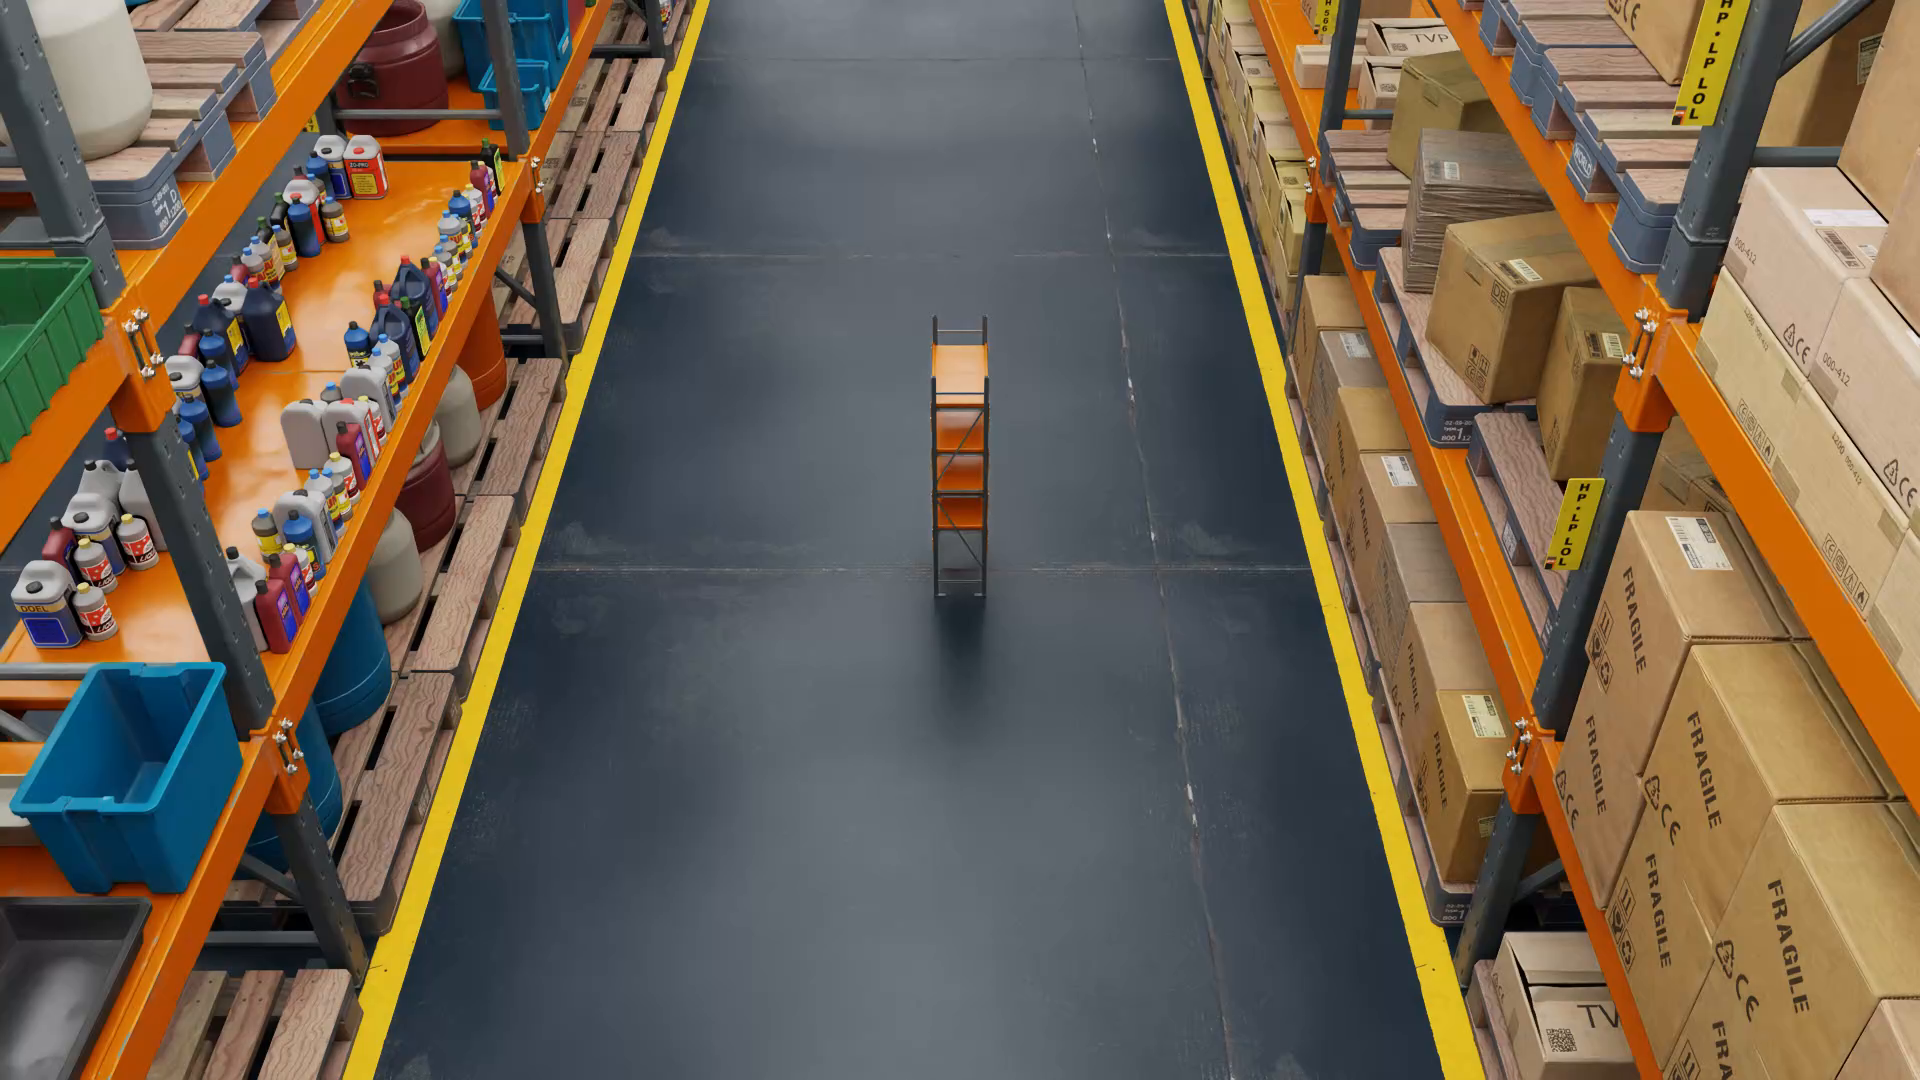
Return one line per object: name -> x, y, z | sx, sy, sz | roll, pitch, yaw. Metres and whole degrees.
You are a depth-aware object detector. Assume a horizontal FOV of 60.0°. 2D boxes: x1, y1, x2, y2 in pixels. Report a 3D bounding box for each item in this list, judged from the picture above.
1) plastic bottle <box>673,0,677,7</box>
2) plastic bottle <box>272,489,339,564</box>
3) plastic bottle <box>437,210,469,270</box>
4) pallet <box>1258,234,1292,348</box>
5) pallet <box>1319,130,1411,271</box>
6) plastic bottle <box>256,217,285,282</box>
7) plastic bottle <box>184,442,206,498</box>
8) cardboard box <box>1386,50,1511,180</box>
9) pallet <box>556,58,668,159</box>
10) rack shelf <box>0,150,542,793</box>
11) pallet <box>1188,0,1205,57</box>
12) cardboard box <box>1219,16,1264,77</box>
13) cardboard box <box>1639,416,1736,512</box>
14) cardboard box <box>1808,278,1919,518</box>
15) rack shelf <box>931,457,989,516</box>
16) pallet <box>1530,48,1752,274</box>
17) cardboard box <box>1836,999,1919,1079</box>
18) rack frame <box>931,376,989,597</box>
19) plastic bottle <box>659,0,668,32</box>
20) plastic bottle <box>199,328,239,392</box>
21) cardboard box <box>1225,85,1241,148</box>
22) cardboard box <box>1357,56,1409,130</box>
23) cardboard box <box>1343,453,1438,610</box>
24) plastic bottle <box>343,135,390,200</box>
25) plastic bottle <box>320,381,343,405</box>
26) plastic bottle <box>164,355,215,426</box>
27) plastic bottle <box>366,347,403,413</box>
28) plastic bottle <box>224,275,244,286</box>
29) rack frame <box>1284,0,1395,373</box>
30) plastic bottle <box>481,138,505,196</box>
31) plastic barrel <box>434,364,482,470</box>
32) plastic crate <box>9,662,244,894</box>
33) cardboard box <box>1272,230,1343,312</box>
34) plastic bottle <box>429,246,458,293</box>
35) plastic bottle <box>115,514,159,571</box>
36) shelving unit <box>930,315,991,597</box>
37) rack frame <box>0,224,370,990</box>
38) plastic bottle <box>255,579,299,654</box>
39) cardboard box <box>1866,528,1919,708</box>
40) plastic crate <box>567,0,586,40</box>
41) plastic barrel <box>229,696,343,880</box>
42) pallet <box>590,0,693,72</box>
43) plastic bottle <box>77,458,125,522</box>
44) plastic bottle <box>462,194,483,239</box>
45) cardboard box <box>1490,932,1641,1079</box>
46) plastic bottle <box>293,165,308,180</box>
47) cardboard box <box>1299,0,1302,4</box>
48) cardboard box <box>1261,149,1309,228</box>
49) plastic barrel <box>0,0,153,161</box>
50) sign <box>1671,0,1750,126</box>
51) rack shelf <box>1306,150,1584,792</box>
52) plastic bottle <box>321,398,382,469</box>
plastic bottle -> -2.250, -4.238, 12.651 | 0.144, 0.351, 0.185 | 1, 39, 1
plastic bottle -> -2.275, -0.062, 5.773 | 0.152, 0.276, 0.135 | 0, 39, 0
plastic bottle -> -2.249, -1.330, 7.360 | 0.097, 0.271, 0.097 | 0, 39, 0
pallet -> 2.332, -1.521, 9.725 | 1.003, 0.211, 1.213 | 0, 39, 0
pallet -> 2.365, -1.596, 7.741 | 1.213, 0.211, 1.003 | 0, 39, 0
plastic bottle -> -3.027, -1.259, 7.262 | 0.061, 0.283, 0.133 | 0, 39, 0
plastic bottle -> -2.839, -0.263, 5.964 | 0.144, 0.351, 0.185 | 0, 39, 0
cardboard box -> 2.408, -1.904, 7.556 | 0.700, 0.500, 0.500 | -12, 40, -15
pallet -> -2.624, -3.015, 11.589 | 1.003, 0.211, 1.213 | 0, 39, 0
rack shelf -> -2.657, -0.562, 6.873 | 1.077, 0.370, 4.000 | 0, 39, 0
pallet -> 2.331, -4.005, 12.824 | 1.003, 0.211, 1.213 | 0, 39, 0
cardboard box -> 2.036, -3.334, 11.171 | 0.500, 0.311, 0.500 | 0, 39, -1
cardboard box -> 2.522, -0.092, 5.296 | 0.700, 0.500, 0.500 | -13, 40, -15
cardboard box -> 2.053, -0.283, 3.272 | 0.500, 0.250, 0.500 | 0, 39, 0
rack shelf -> 0.000, -0.312, 7.533 | 0.258, 0.148, 0.480 | 0, 39, 0
pallet -> 2.368, -1.098, 4.719 | 1.213, 0.211, 1.003 | 0, 39, 0
cardboard box -> 2.021, 1.240, 3.170 | 0.500, 0.500, 0.500 | 1, 39, 1
rack frame -> 0.000, -0.212, 7.301 | 0.240, 1.200, 0.015 | 0, 39, 0
plastic bottle -> -2.226, -3.901, 12.295 | 0.097, 0.271, 0.097 | 0, 39, 0
plastic bottle -> -2.946, -0.717, 6.594 | 0.097, 0.271, 0.097 | 0, 39, 0
cardboard box -> 2.045, -2.791, 10.942 | 0.500, 0.250, 0.500 | -1, 39, -1
cardboard box -> 2.337, -2.287, 8.522 | 0.500, 0.311, 0.500 | 2, 39, 3
cardboard box -> 2.017, -0.038, 7.292 | 0.500, 0.500, 0.500 | -1, 39, -2
plastic bottle -> -2.830, -1.774, 7.910 | 0.152, 0.276, 0.135 | 0, 39, 0
plastic bottle -> -2.400, -0.516, 6.400 | 0.097, 0.201, 0.097 | 0, 39, 0
plastic bottle -> -2.980, -0.563, 6.398 | 0.152, 0.276, 0.135 | 0, 39, 0
plastic bottle -> -2.248, -0.628, 6.483 | 0.097, 0.271, 0.097 | 0, 39, 0
plastic bottle -> -3.008, -0.977, 6.919 | 0.097, 0.271, 0.097 | 0, 39, 0
rack frame -> 2.294, -2.094, 8.210 | 1.000, 3.000, 0.127 | 0, 39, 0
plastic bottle -> -2.232, -1.795, 7.930 | 0.061, 0.283, 0.133 | 0, 39, 0
plastic barrel -> -2.552, -0.627, 8.033 | 0.421, 0.512, 0.421 | 0, 39, 0
plastic crate -> -2.313, 0.683, 4.710 | 0.392, 0.384, 0.575 | 0, 39, 0
cardboard box -> 2.050, -1.514, 9.349 | 0.500, 0.250, 0.500 | 1, 39, 1
plastic bottle -> -2.249, -1.181, 7.230 | 0.097, 0.201, 0.097 | 0, 39, 0
plastic bottle -> -2.854, -0.001, 5.756 | 0.097, 0.201, 0.097 | 0, 39, 0
shelving unit -> 0.000, -0.365, 7.491 | 0.258, 1.200, 0.503 | 0, 39, 0
rack frame -> -2.655, 0.408, 5.087 | 1.000, 3.000, 0.127 | 0, 39, 0
plastic bottle -> -2.228, 0.224, 5.410 | 0.061, 0.283, 0.133 | 0, 39, 0
cardboard box -> 2.048, 0.225, 3.038 | 0.500, 0.250, 0.500 | 0, 39, 0
plastic crate -> -2.355, -3.129, 9.450 | 0.402, 0.464, 0.583 | 0, 39, 0
plastic barrel -> -2.638, 0.723, 6.037 | 0.600, 0.901, 0.708 | 0, 39, 0
pallet -> -2.623, -3.926, 12.726 | 1.003, 0.211, 1.213 | 0, 39, 0
plastic bottle -> -2.983, -0.147, 5.820 | 0.144, 0.351, 0.185 | 0, 39, 0
plastic bottle -> -2.250, -1.486, 7.610 | 0.097, 0.201, 0.097 | 0, 39, 0
cardboard box -> 2.083, 1.547, 5.464 | 0.500, 0.311, 0.500 | 0, 39, 0
plastic bottle -> -3.027, -1.571, 7.651 | 0.061, 0.283, 0.133 | 0, 39, 0
cardboard box -> 2.275, -3.512, 9.899 | 0.500, 0.500, 0.500 | 0, 39, 0
cardboard box -> 2.040, -2.056, 9.578 | 0.500, 0.311, 0.500 | -1, 39, -1
plastic barrel -> -2.404, -1.308, 4.387 | 0.433, 0.535, 0.433 | 0, 39, 0
sign -> 1.744, -1.116, 3.863 | 0.100, 0.325, 0.005 | 0, 39, 0
rack shelf -> 2.297, -0.563, 6.875 | 1.077, 0.370, 4.000 | 0, 39, 0
plastic bottle -> -2.275, -0.412, 6.210 | 0.152, 0.276, 0.135 | 0, 39, 0
